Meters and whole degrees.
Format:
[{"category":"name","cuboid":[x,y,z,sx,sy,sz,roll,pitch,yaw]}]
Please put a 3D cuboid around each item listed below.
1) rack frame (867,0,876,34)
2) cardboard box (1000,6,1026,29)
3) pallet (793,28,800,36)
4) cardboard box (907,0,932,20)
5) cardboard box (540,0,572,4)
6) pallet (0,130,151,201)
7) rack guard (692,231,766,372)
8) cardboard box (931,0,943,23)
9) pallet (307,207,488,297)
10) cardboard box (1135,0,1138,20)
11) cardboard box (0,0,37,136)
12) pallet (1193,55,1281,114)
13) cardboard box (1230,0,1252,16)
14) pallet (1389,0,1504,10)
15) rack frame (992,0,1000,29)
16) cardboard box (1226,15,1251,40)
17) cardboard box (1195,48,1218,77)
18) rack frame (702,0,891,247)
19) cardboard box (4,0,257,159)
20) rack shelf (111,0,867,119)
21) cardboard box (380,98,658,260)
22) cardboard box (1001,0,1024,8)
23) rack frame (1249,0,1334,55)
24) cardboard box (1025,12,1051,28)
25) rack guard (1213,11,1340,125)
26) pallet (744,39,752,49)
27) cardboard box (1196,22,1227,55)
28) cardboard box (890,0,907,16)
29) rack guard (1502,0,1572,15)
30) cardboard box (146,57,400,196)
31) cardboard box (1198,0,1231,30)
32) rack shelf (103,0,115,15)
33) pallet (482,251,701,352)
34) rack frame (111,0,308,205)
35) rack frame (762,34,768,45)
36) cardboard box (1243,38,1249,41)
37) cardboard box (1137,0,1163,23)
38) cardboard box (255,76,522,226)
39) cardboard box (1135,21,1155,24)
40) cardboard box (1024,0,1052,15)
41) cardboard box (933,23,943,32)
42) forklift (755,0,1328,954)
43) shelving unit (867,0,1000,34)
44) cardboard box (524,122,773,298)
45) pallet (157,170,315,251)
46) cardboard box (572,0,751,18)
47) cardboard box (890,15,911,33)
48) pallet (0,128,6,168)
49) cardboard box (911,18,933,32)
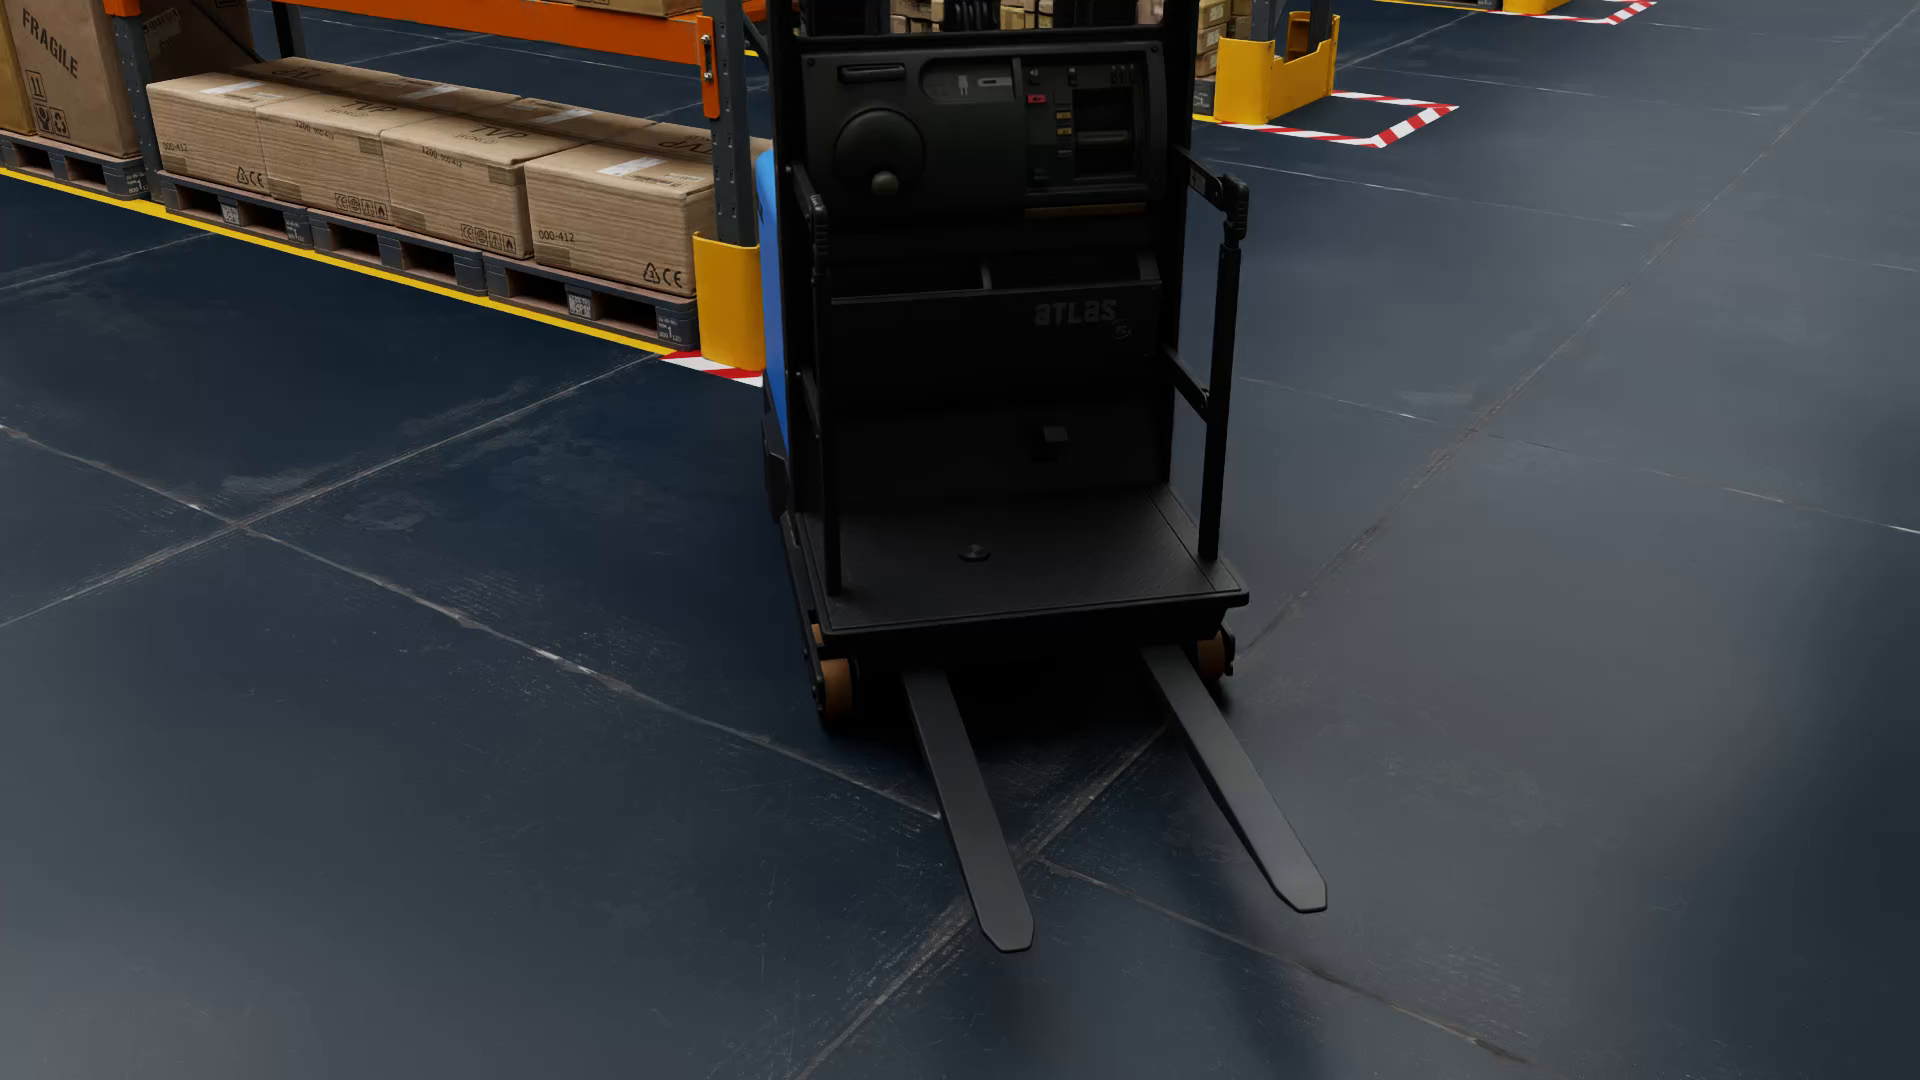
[{"category":"rack frame","cuboid":[-0.395,-1.531,5.943,0.015,2.100,0.400,12,29,22]},{"category":"cardboard box","cuboid":[0.441,-3.546,11.263,0.250,0.149,0.380,19,33,33]},{"category":"pallet","cuboid":[-0.621,-3.759,12.404,1.213,0.211,1.003,17,32,30]},{"category":"cardboard box","cuboid":[-0.163,-3.767,11.698,0.250,0.149,0.380,19,33,33]},{"category":"cardboard box","cuboid":[-1.570,-2.462,6.670,0.500,0.500,0.500,17,31,29]},{"category":"pallet","cuboid":[-4.593,-2.212,9.364,1.213,0.211,1.003,17,32,30]},{"category":"rack guard","cuboid":[-0.597,-1.137,6.934,0.348,0.500,1.175,17,32,30]},{"category":"cardboard box","cuboid":[0.010,-3.679,11.524,0.250,0.149,0.380,17,32,30]},{"category":"pallet","cuboid":[-2.322,-1.504,7.974,1.213,0.211,1.003,17,32,30]},{"category":"cardboard box","cuboid":[1.062,-3.462,10.770,0.250,0.149,0.380,17,31,29]},{"category":"cardboard box","cuboid":[-5.220,-2.883,9.488,0.875,0.875,0.875,18,32,32]},{"category":"pallet","cuboid":[1.390,-3.133,11.173,1.213,0.211,1.003,17,32,30]},{"category":"cardboard box","cuboid":[1.863,-3.577,10.997,0.250,0.149,0.380,16,31,28]},{"category":"pallet","cuboid":[4.290,-4.896,14.638,1.213,0.211,1.003,17,32,30]},{"category":"rack frame","cuboid":[0.046,-1.436,5.756,0.015,2.100,0.400,12,29,22]},{"category":"cardboard box","cuboid":[1.816,-3.414,11.003,0.250,0.149,0.380,19,32,32]},{"category":"cardboard box","cuboid":[1.550,-3.108,10.730,0.250,0.149,0.380,18,32,31]},{"category":"rack frame","cuboid":[-0.617,-2.258,6.379,0.127,3.000,1.000,17,32,30]},{"category":"cardboard box","cuboid":[-4.471,-2.654,9.038,0.875,0.875,0.875,18,32,32]},{"category":"rack shelf","cuboid":[-2.266,-2.451,7.551,4.000,0.370,1.077,17,32,30]},{"category":"cardboard box","cuboid":[-1.977,-1.667,7.580,0.875,0.438,0.875,18,32,32]},{"category":"cardboard box","cuboid":[0.477,-3.710,11.256,0.250,0.149,0.380,16,31,29]},{"category":"rack frame","cuboid":[2.102,-4.134,10.066,0.127,3.000,1.000,17,32,30]},{"category":"cardboard box","cuboid":[0.642,-3.473,11.120,0.250,0.149,0.380,18,32,31]},{"category":"rack guard","cuboid":[2.039,-3.040,10.672,0.348,0.500,1.175,17,32,30]},{"category":"pallet","cuboid":[-1.838,-4.118,13.109,1.213,0.211,1.003,17,32,30]},{"category":"cardboard box","cuboid":[1.505,-3.212,10.607,0.250,0.149,0.380,16,31,29]},{"category":"cardboard box","cuboid":[-0.376,-3.847,11.854,0.250,0.149,0.380,16,31,28]},{"category":"rack guard","cuboid":[5.013,-4.842,14.214,0.348,0.500,1.175,17,32,30]},{"category":"cardboard box","cuboid":[-3.458,-2.129,8.488,0.875,0.438,0.875,17,31,30]},{"category":"cardboard box","cuboid":[1.522,-3.357,10.564,0.250,0.149,0.380,18,32,31]},{"category":"rack shelf","cuboid":[-5.563,-3.478,9.570,4.000,0.370,1.077,17,32,30]},{"category":"pallet","cuboid":[-1.321,-1.191,7.357,1.213,0.211,1.003,17,32,30]},{"category":"rack frame","cuboid":[-3.914,-3.285,8.397,0.127,3.000,1.000,17,32,30]},{"category":"rack frame","cuboid":[-1.195,-5.161,12.085,0.127,3.000,1.000,17,32,30]},{"category":"cardboard box","cuboid":[1.851,-3.305,11.117,0.250,0.149,0.380,18,32,31]},{"category":"cardboard box","cuboid":[1.348,-3.443,10.733,0.250,0.149,0.380,18,32,31]},{"category":"cardboard box","cuboid":[-2.719,-1.899,8.036,0.875,0.438,0.875,16,31,29]},{"category":"cardboard box","cuboid":[1.320,-3.299,10.778,0.250,0.149,0.380,16,31,29]},{"category":"cardboard box","cuboid":[0.632,-3.600,11.042,0.250,0.149,0.380,19,32,32]},{"category":"cardboard box","cuboid":[0.016,-3.546,11.591,0.250,0.149,0.380,16,31,29]},{"category":"forklift","cuboid":[0.113,-1.017,4.017,1.130,2.935,3.031,-5,27,-10]},{"category":"shelving unit","cuboid":[-0.174,-1.483,5.849,0.503,2.100,0.431,12,29,22]},{"category":"cardboard box","cuboid":[-1.218,-1.435,7.124,0.875,0.438,0.875,16,31,29]},{"category":"pallet","cuboid":[-3.332,-1.817,8.589,1.213,0.211,1.003,17,32,30]},{"category":"cardboard box","cuboid":[-1.165,-2.327,6.405,0.500,0.500,0.500,18,32,31]},{"category":"cardboard box","cuboid":[-0.386,-3.705,11.903,0.250,0.149,0.380,17,31,29]},{"category":"pallet","cuboid":[-5.603,-2.525,9.979,1.213,0.211,1.003,17,32,30]},{"category":"cardboard box","cuboid":[-0.144,-3.649,11.793,0.250,0.149,0.380,16,31,28]}]
